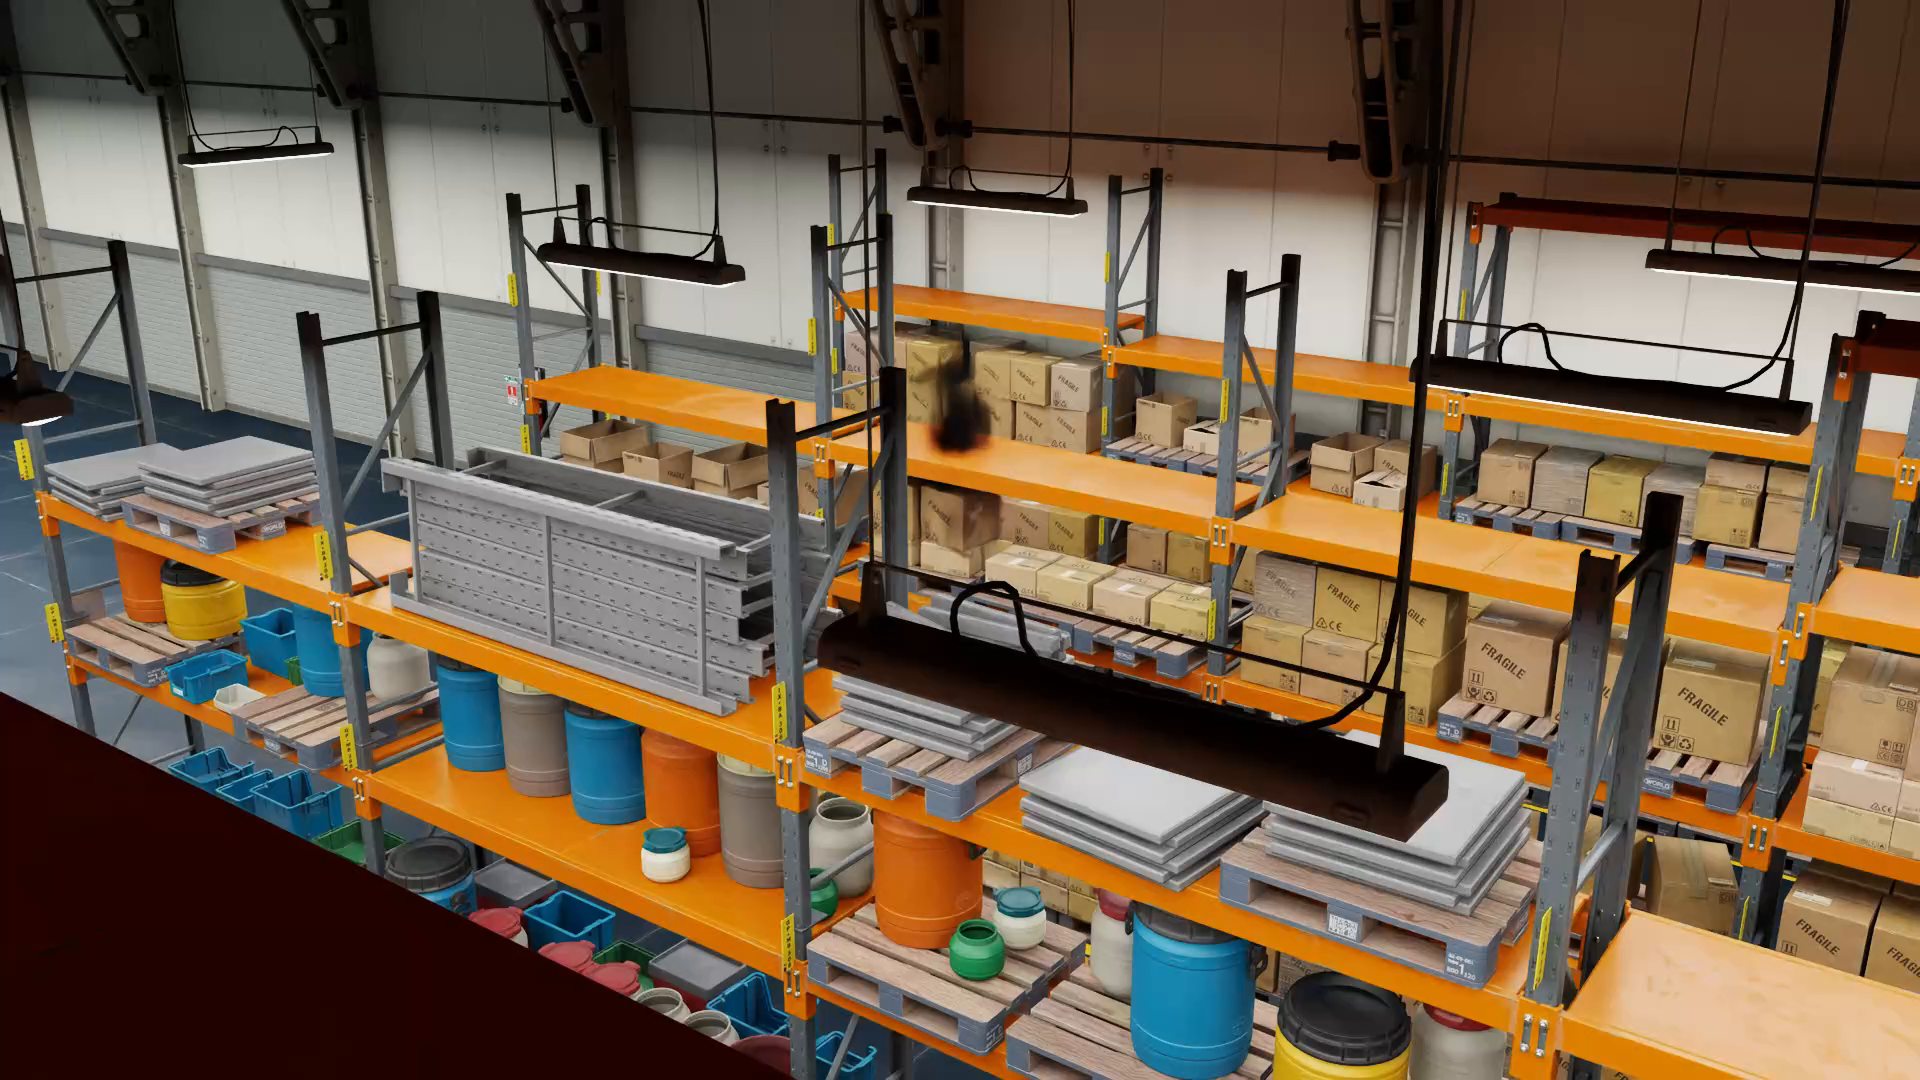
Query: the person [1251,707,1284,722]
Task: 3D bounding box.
[{"bbox_3d":[3.126,1.849,16.946,0.811,1.739,0.562,11,21,29],"label":"person"}]
